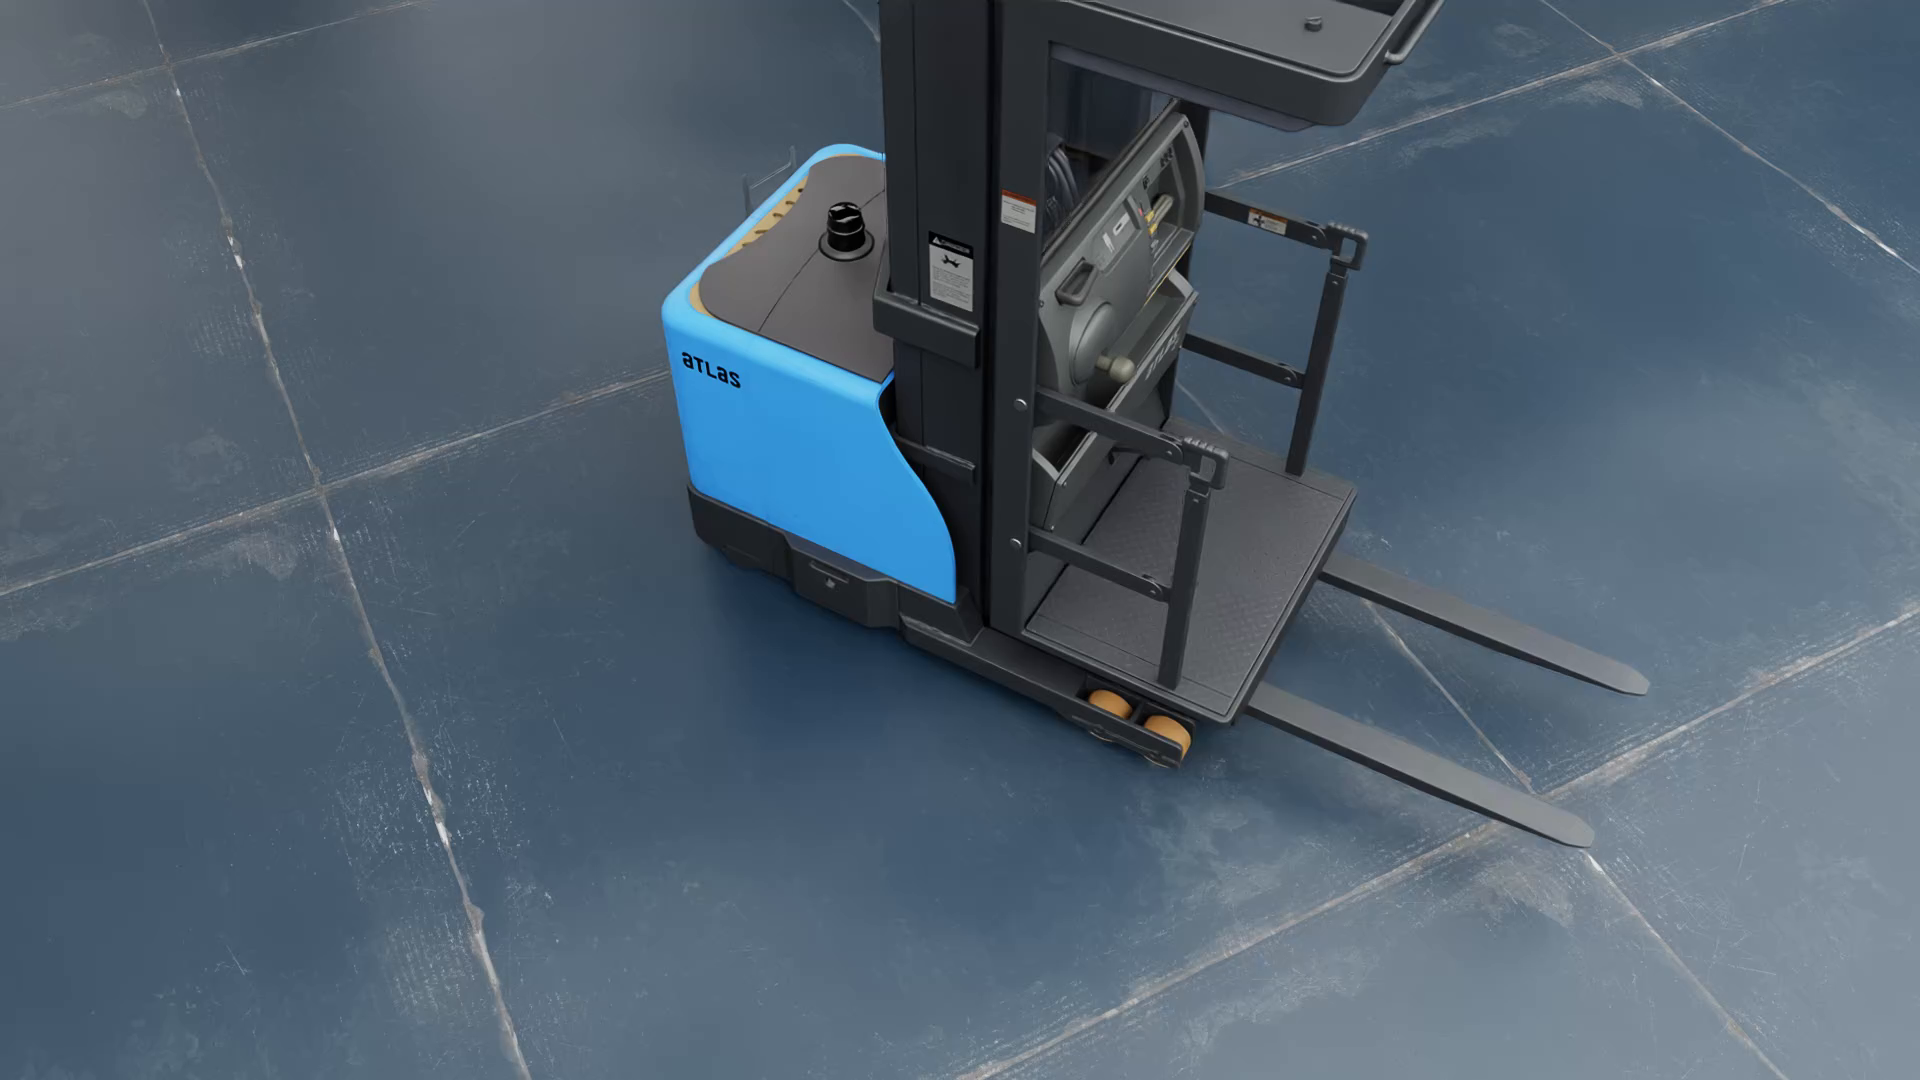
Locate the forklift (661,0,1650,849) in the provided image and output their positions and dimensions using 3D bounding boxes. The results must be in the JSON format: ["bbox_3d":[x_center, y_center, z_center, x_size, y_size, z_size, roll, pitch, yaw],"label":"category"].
[{"bbox_3d":[0.626,-0.727,4.439,3.031,2.935,1.130,23,53,19],"label":"forklift"}]

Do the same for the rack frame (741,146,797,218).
[{"bbox_3d":[-0.656,-0.999,6.026,0.006,0.900,0.240,35,57,27],"label":"rack frame"}]

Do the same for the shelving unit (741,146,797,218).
[{"bbox_3d":[-0.582,-0.947,5.981,0.210,0.900,0.258,35,57,27],"label":"shelving unit"}]
